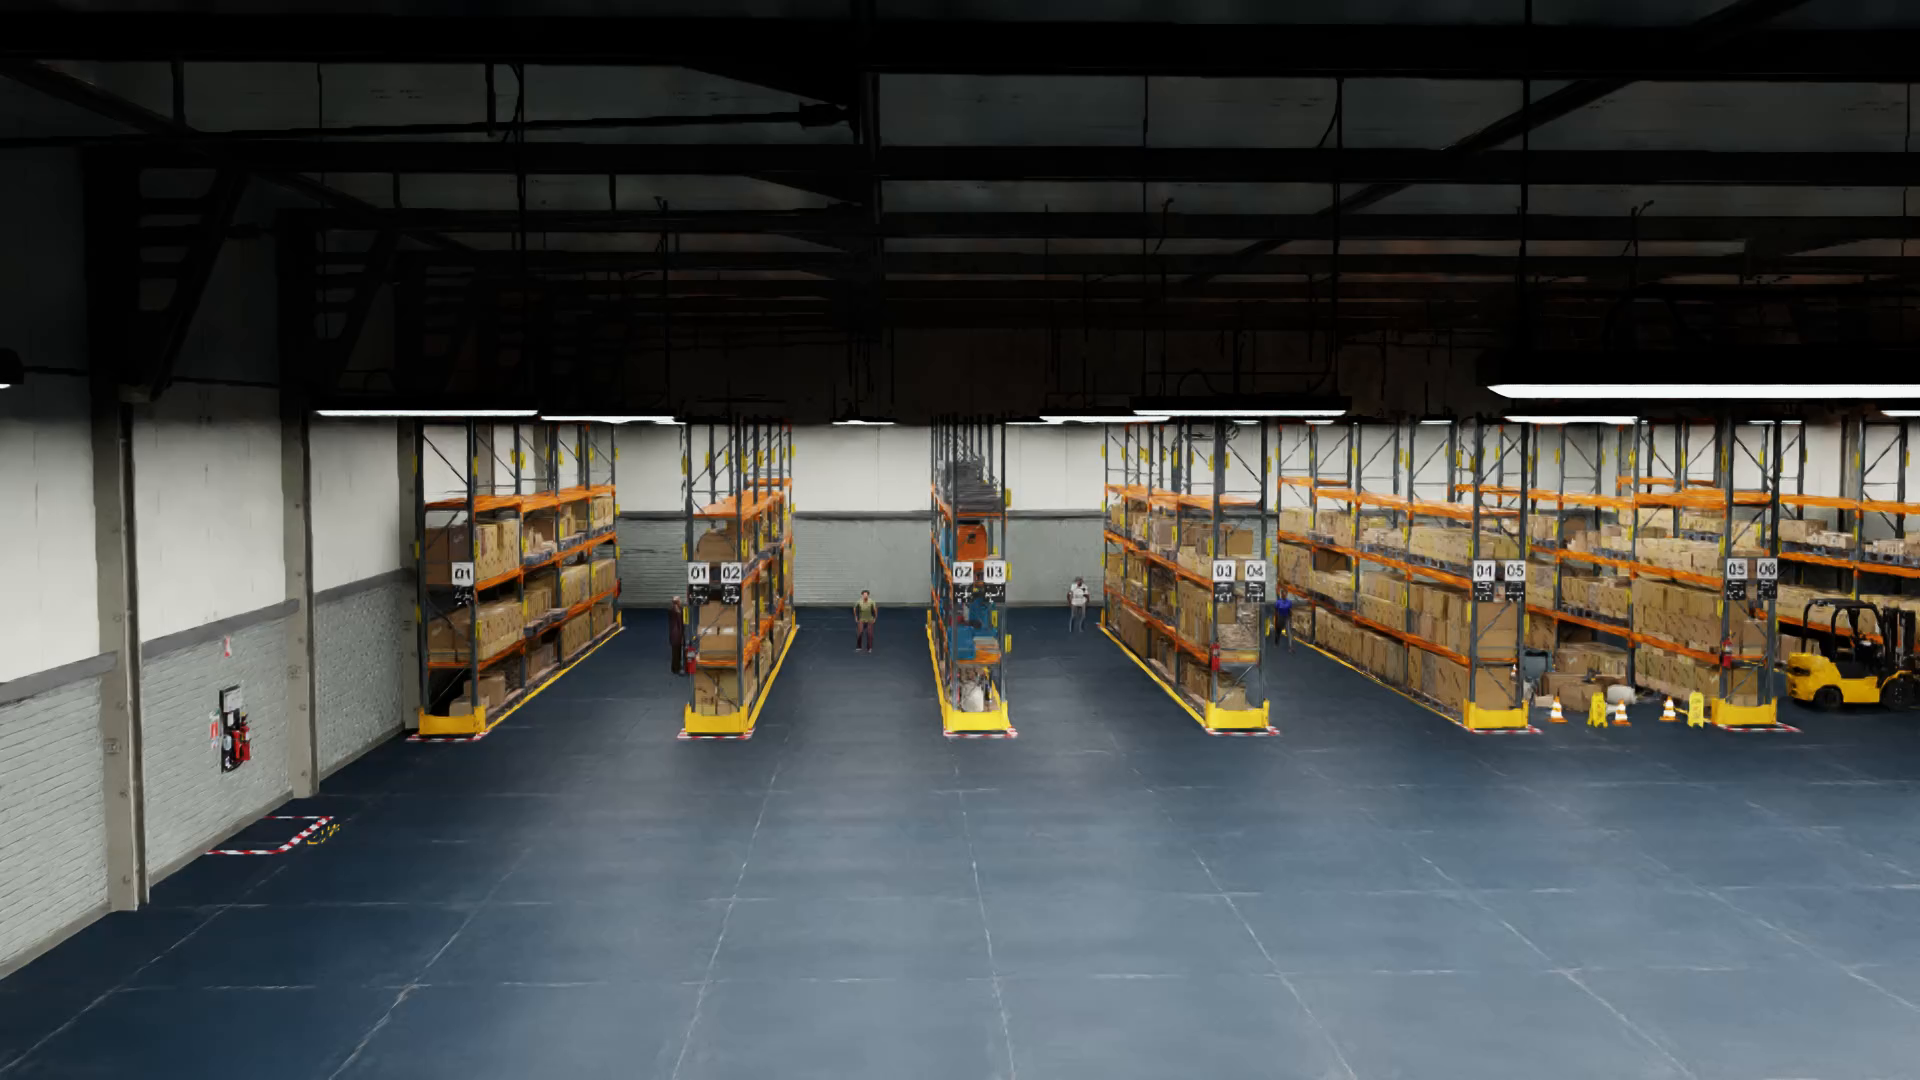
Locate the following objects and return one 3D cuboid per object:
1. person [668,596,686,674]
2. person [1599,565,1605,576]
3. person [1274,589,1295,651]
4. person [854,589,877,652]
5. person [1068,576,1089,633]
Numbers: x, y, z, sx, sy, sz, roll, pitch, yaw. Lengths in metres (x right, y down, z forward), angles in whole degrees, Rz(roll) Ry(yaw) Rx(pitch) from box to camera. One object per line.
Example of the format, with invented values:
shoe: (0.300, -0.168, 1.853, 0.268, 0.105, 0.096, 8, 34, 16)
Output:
person: (-6.528, 2.189, 38.618, 0.514, 1.785, 0.638, -3, 5, -34)
person: (19.144, 1.531, 49.775, 0.356, 1.592, 0.515, -2, 5, -32)
person: (8.260, 2.026, 42.528, 0.447, 1.574, 1.088, 0, 4, 0)
person: (-2.404, 2.049, 42.225, 0.598, 1.619, 0.507, 0, 4, -4)
person: (3.285, 1.777, 46.154, 0.592, 1.629, 0.532, 0, 4, -4)
